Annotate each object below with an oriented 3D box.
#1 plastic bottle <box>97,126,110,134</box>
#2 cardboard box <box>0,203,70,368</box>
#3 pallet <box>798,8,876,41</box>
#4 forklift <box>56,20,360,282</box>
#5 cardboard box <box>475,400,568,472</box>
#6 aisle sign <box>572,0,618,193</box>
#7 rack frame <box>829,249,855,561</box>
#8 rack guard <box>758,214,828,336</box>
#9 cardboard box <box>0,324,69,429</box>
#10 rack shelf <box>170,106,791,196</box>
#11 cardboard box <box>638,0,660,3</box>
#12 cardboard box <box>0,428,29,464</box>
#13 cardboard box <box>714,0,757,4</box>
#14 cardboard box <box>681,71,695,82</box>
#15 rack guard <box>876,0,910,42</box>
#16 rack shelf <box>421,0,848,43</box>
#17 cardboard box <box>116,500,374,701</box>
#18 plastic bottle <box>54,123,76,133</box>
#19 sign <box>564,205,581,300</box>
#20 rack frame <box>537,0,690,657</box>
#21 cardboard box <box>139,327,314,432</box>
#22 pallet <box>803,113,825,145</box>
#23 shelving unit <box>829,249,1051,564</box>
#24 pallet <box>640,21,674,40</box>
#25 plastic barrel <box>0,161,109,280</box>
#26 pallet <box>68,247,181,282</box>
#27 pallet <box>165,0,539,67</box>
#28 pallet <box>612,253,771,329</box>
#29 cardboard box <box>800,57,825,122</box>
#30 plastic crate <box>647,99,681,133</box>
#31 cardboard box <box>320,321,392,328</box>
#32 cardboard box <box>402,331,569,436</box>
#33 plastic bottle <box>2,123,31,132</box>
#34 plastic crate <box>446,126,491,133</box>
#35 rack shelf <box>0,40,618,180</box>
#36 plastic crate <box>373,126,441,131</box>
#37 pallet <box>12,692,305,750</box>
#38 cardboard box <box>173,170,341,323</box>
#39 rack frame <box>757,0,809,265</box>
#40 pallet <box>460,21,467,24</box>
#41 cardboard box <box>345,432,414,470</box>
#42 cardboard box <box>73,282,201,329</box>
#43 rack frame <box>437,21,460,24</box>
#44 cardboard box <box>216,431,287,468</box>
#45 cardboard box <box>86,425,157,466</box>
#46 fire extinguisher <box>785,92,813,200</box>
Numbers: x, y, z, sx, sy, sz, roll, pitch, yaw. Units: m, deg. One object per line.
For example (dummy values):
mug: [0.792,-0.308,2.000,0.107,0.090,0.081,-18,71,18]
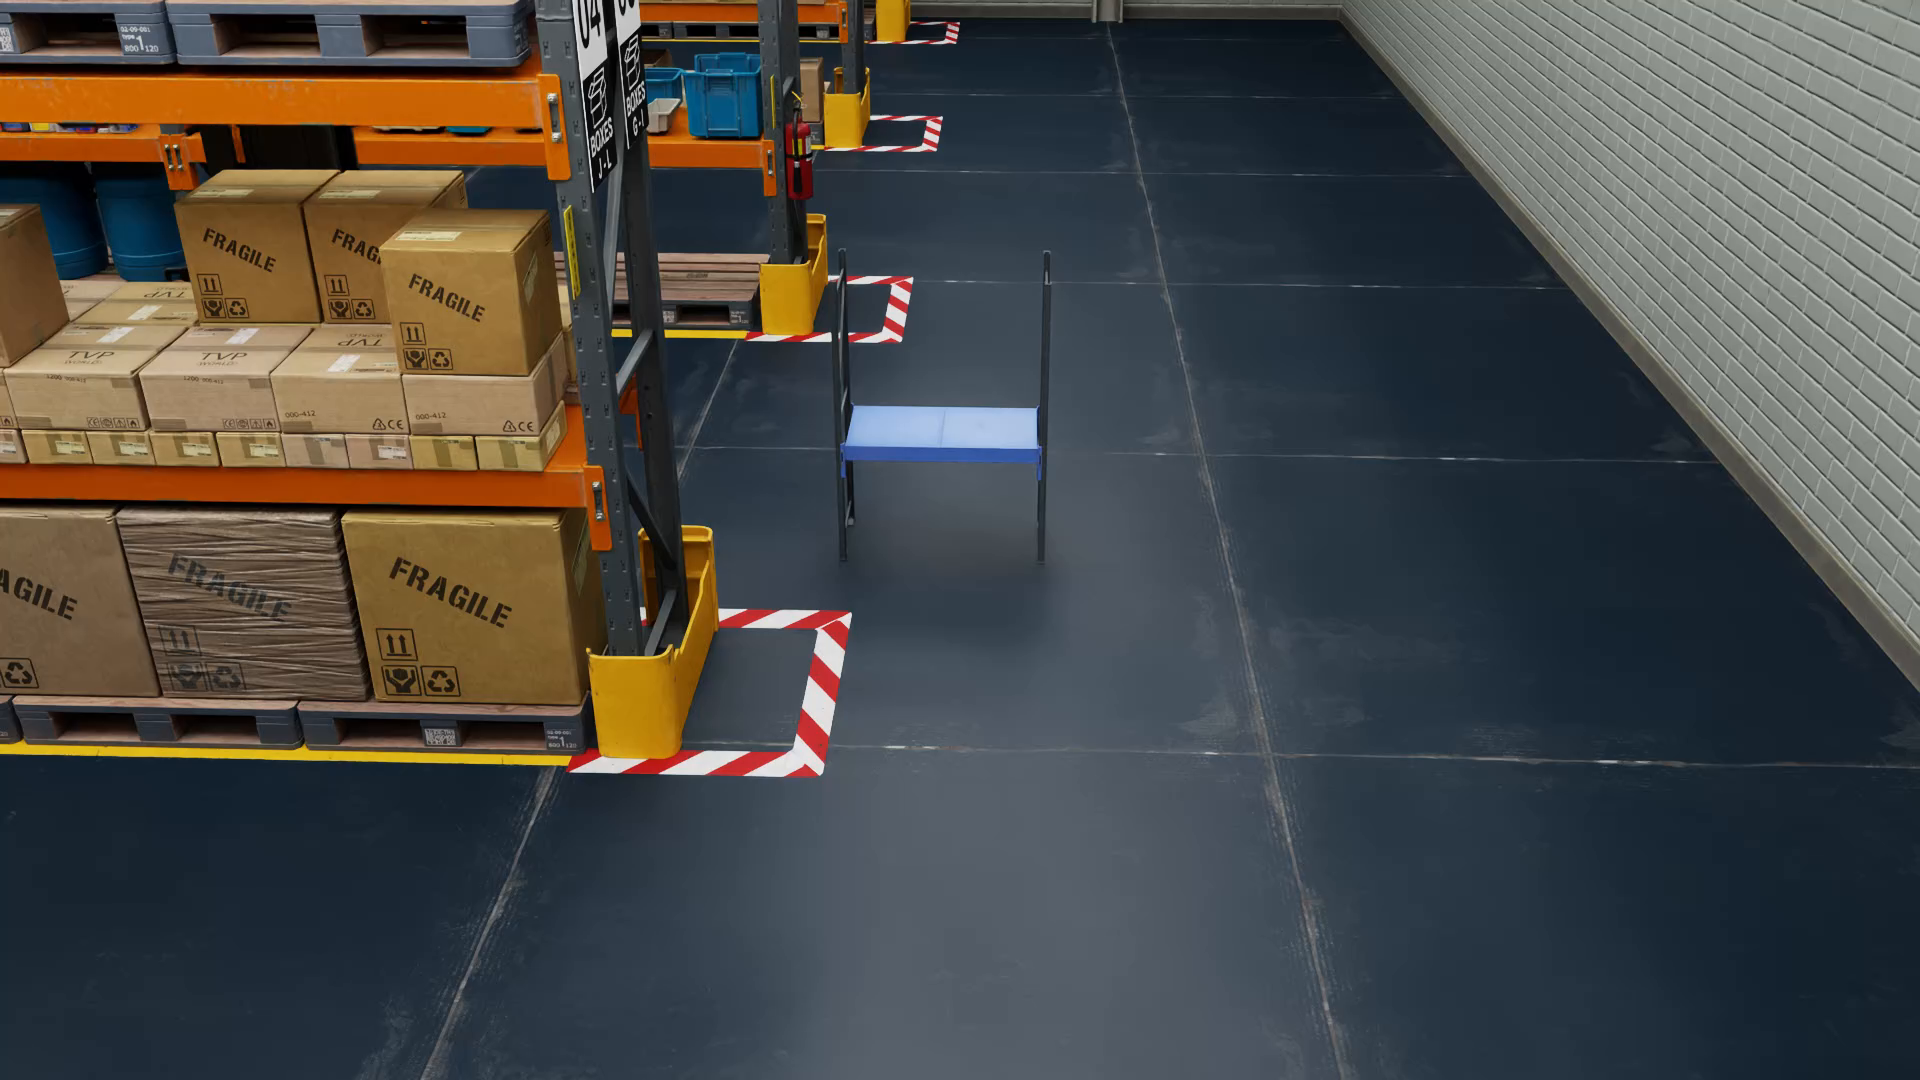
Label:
plastic bottle: [-5.714,-2.818,11.076,0.097,0.201,0.097,0,28,0]
cardboard box: [-3.885,-0.994,6.465,0.500,0.500,0.500,0,28,0]
pallet: [-1.646,-6.378,20.555,1.213,0.211,1.003,1,28,2]
forklift: [-3.614,-1.277,8.029,3.031,2.935,1.130,-6,29,-11]
cardboard box: [-1.736,-0.418,6.605,0.250,0.149,0.380,1,28,3]
aisle sign: [-1.308,-1.684,5.949,0.004,0.787,0.394,1,28,2]
rack frame: [-0.593,-0.672,8.417,0.032,1.500,0.500,1,28,2]
rack guard: [-1.170,-1.897,11.795,0.348,0.500,1.175,1,28,2]
cardboard box: [-3.891,-0.662,6.639,0.500,0.250,0.500,2,28,3]
rack shelf: [-3.193,-2.711,11.430,4.000,0.370,1.077,1,28,2]
cardboard box: [-2.993,-5.265,15.372,0.500,0.500,0.500,1,28,1]
cardboard box: [-3.787,-0.451,6.666,0.250,0.149,0.380,1,28,2]
cardboard box: [-1.991,-5.245,15.336,0.500,0.500,0.500,1,28,2]
cardboard box: [-2.548,-4.452,16.412,0.500,0.250,0.500,1,28,2]
rack guard: [-0.821,-6.528,20.531,0.348,0.500,1.175,1,28,2]
rack shelf: [-3.014,-5.029,15.803,4.000,0.370,1.077,1,28,2]
cardboard box: [-2.921,0.088,7.202,0.875,0.875,0.875,1,28,2]
plastic bottle: [-5.962,-2.868,11.091,0.135,0.276,0.152,1,28,2]
sign: [-1.402,-1.040,6.020,0.005,0.325,0.100,1,28,2]
rack frame: [-1.369,-0.677,6.825,0.127,3.000,1.000,1,28,2]
cardboard box: [-2.878,-0.643,6.604,0.500,0.250,0.500,0,28,0]
pallet: [-1.888,-4.096,16.252,1.213,0.211,1.003,1,28,2]
shelving unit: [-0.085,-0.664,8.401,1.048,1.500,0.538,1,28,2]
pallet: [-4.085,-6.418,20.632,1.213,0.211,1.003,1,28,2]
plastic barrel: [-6.442,-2.349,11.771,0.708,0.901,0.600,1,28,2]
pallet: [-5.961,-1.862,12.037,1.213,0.211,1.003,1,28,2]
pallet: [-2.111,-1.971,6.157,1.213,0.211,1.003,1,28,2]
pallet: [-2.017,-1.796,11.912,1.213,0.211,1.003,1,28,2]
cardboard box: [-1.568,-4.298,15.854,0.500,0.500,0.500,1,28,2]
plastic crate: [-2.016,-2.835,11.112,0.243,0.136,0.396,1,28,2]
cardboard box: [-2.359,-0.882,7.055,0.500,0.250,0.500,1,28,1]
cardboard box: [-1.863,-0.626,6.572,0.500,0.250,0.500,1,28,1]
plastic bottle: [-6.307,-2.905,11.080,0.185,0.351,0.144,1,28,2]
plastic crate: [-3.256,-2.862,11.062,0.300,0.233,0.416,1,28,2]
rack shelf: [-3.368,-1.718,6.354,4.000,0.370,1.077,1,28,2]
plastic crate: [-3.672,-2.925,11.127,0.530,0.282,0.437,1,28,2]
pallet: [-3.387,0.557,7.475,1.213,0.211,1.003,1,28,2]
cardboard box: [-2.857,-1.222,6.895,0.500,0.500,0.500,0,28,0]
rack frame: [-1.194,-2.996,11.199,0.127,3.000,1.000,1,28,2]
pallet: [-5.616,-6.445,20.682,1.213,0.211,1.003,1,28,2]
cardboard box: [-2.248,-0.426,6.620,0.250,0.149,0.380,1,28,2]
cardboard box: [-3.383,-0.899,7.085,0.500,0.250,0.500,0,28,1]
rack frame: [-5.013,-5.380,15.697,0.127,3.000,1.000,1,28,2]
cardboard box: [-2.757,-0.434,6.635,0.250,0.149,0.380,0,28,1]
cardboard box: [-3.264,-0.444,6.652,0.250,0.149,0.380,1,28,3]
fire extinguisher: [-1.059,-2.582,10.898,0.183,0.674,0.296,1,28,2]
